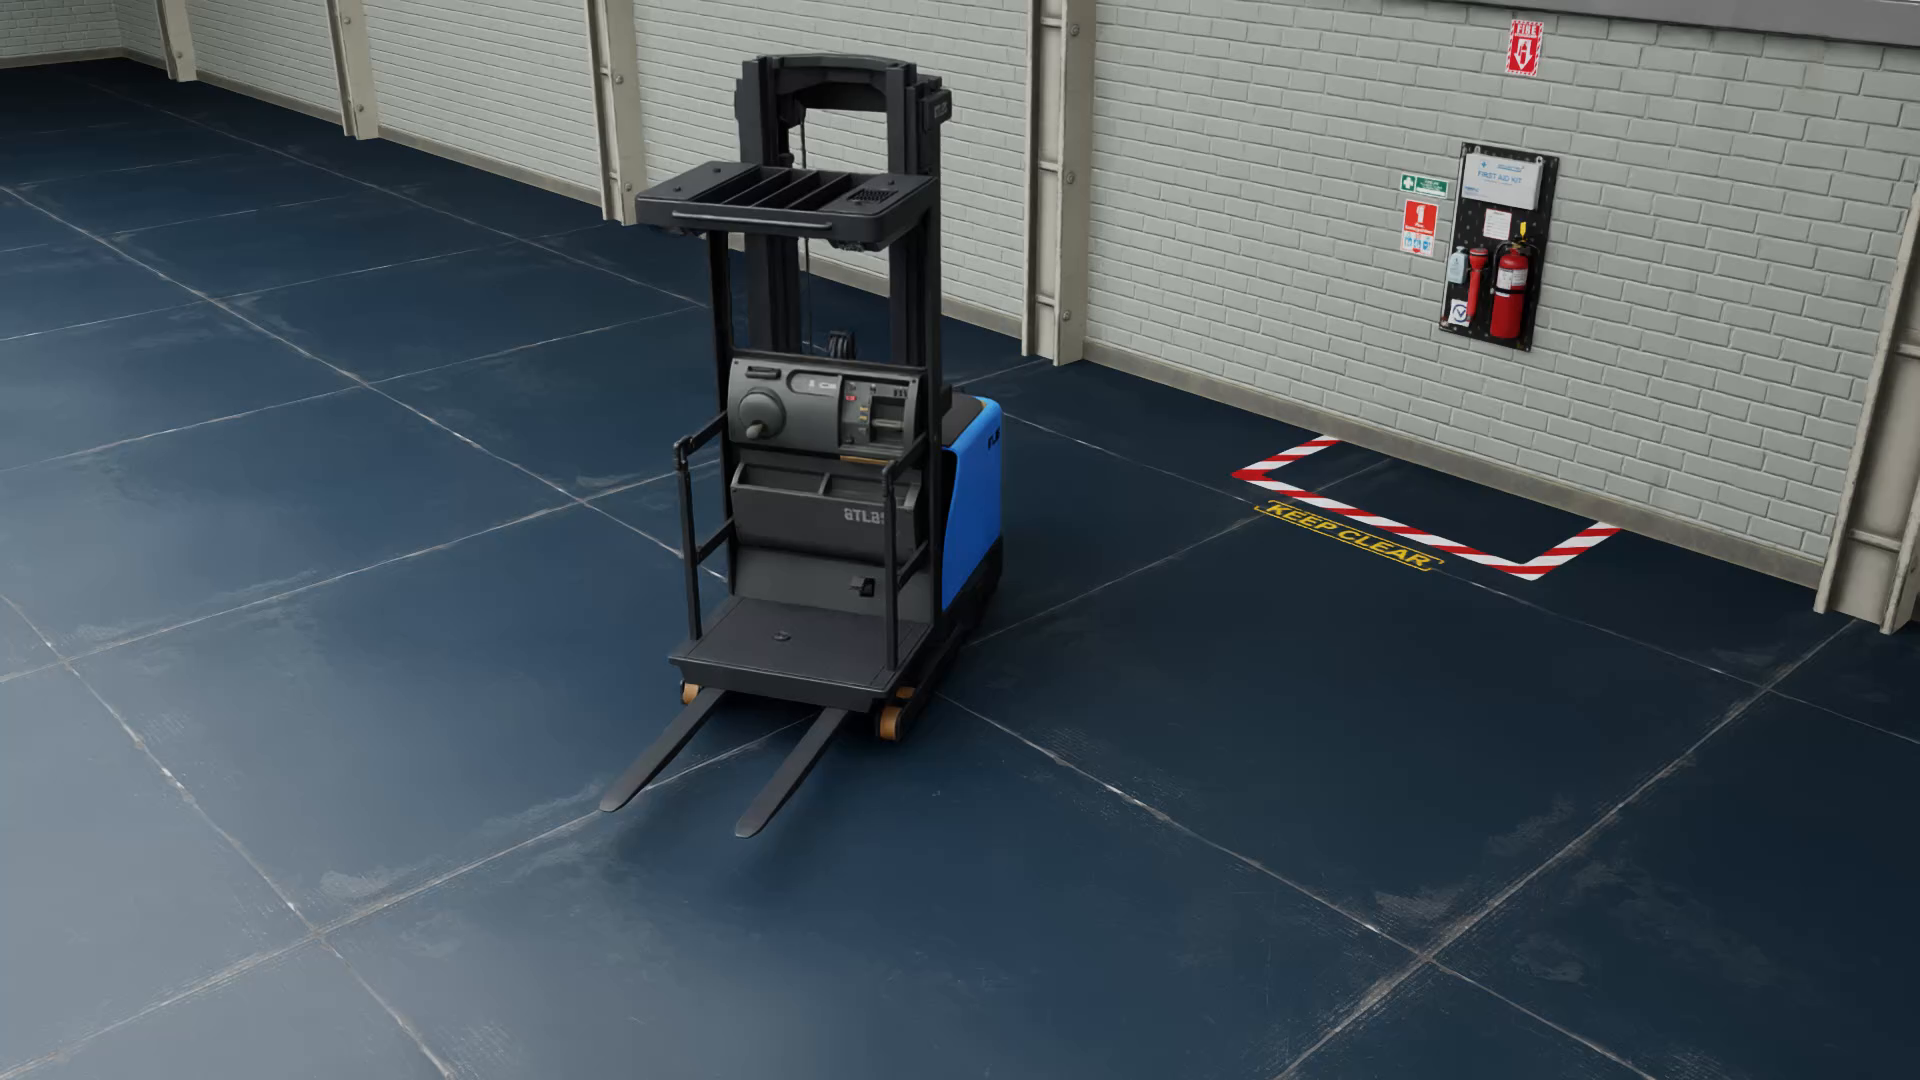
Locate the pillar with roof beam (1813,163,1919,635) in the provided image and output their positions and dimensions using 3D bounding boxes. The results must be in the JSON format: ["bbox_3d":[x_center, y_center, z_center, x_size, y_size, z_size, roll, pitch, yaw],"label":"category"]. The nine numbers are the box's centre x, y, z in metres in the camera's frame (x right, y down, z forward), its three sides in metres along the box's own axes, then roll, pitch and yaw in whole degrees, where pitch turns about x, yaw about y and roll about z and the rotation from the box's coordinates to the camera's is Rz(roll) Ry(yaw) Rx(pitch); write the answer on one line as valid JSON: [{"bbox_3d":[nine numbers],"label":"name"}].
[{"bbox_3d":[1.680,-2.479,4.341,9.100,9.000,0.400,-21,32,-38],"label":"pillar with roof beam"}]

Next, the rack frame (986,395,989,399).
[{"bbox_3d":[0.075,-0.376,9.490,0.240,0.900,0.006,-21,32,-38],"label":"rack frame"}]

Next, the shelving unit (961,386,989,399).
[{"bbox_3d":[0.006,-0.407,9.558,0.258,0.900,0.210,-21,32,-38],"label":"shelving unit"}]

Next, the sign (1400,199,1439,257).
[{"bbox_3d":[2.858,-1.943,10.352,0.001,0.329,0.234,-21,32,-38],"label":"sign"}]

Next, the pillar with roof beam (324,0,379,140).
[{"bbox_3d":[-10.623,-7.932,16.295,9.100,9.000,0.400,-21,32,-38],"label":"pillar with roof beam"}]

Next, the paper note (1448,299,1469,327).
[{"bbox_3d":[3.090,-1.403,10.272,0.016,0.148,0.142,-21,32,-38],"label":"paper note"}]

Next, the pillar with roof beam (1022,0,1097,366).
[{"bbox_3d":[-2.421,-4.297,8.326,9.100,9.000,0.400,-21,32,-38],"label":"pillar with roof beam"}]

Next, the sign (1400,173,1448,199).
[{"bbox_3d":[2.855,-2.180,10.234,0.001,0.109,0.331,-21,32,-38],"label":"sign"}]

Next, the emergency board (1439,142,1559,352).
[{"bbox_3d":[3.161,-1.730,9.928,0.194,1.169,0.643,-21,32,-38],"label":"emergency board"}]

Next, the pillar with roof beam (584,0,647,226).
[{"bbox_3d":[-6.522,-6.114,12.311,9.100,9.000,0.400,-21,32,-38],"label":"pillar with roof beam"}]

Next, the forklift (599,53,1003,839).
[{"bbox_3d":[-0.699,-0.586,7.503,1.130,2.935,3.031,8,26,16],"label":"forklift"}]

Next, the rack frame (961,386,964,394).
[{"bbox_3d":[-0.064,-0.438,9.625,0.240,0.900,0.006,-21,32,-38],"label":"rack frame"}]

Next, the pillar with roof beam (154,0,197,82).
[{"bbox_3d":[-14.724,-9.750,20.280,9.100,9.000,0.400,-21,32,-38],"label":"pillar with roof beam"}]

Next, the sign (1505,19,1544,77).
[{"bbox_3d":[3.228,-2.815,9.515,0.001,0.298,0.199,-21,32,-38],"label":"sign"}]
